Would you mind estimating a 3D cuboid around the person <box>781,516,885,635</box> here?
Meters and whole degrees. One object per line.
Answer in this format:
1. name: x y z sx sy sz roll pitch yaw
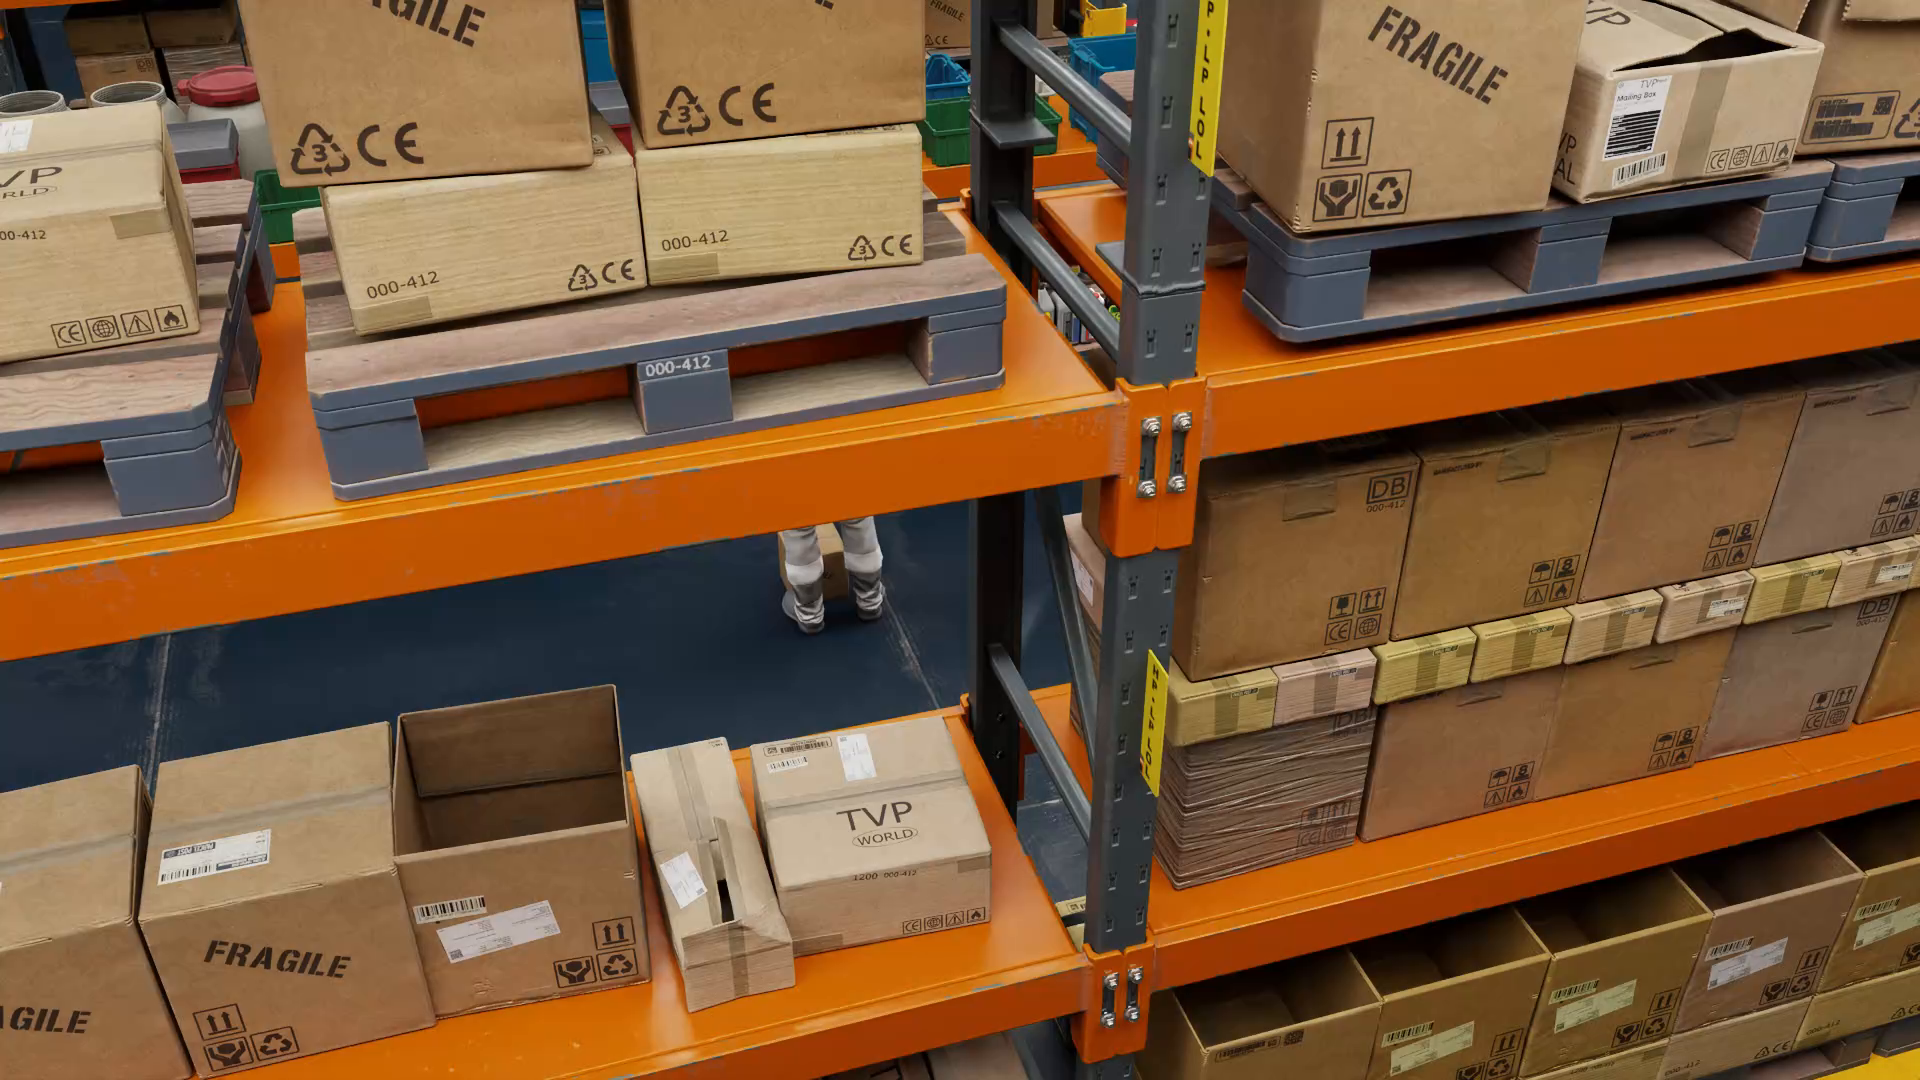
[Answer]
1. person: -0.583 -0.413 6.749 0.591 1.779 0.448 -12 35 -17
